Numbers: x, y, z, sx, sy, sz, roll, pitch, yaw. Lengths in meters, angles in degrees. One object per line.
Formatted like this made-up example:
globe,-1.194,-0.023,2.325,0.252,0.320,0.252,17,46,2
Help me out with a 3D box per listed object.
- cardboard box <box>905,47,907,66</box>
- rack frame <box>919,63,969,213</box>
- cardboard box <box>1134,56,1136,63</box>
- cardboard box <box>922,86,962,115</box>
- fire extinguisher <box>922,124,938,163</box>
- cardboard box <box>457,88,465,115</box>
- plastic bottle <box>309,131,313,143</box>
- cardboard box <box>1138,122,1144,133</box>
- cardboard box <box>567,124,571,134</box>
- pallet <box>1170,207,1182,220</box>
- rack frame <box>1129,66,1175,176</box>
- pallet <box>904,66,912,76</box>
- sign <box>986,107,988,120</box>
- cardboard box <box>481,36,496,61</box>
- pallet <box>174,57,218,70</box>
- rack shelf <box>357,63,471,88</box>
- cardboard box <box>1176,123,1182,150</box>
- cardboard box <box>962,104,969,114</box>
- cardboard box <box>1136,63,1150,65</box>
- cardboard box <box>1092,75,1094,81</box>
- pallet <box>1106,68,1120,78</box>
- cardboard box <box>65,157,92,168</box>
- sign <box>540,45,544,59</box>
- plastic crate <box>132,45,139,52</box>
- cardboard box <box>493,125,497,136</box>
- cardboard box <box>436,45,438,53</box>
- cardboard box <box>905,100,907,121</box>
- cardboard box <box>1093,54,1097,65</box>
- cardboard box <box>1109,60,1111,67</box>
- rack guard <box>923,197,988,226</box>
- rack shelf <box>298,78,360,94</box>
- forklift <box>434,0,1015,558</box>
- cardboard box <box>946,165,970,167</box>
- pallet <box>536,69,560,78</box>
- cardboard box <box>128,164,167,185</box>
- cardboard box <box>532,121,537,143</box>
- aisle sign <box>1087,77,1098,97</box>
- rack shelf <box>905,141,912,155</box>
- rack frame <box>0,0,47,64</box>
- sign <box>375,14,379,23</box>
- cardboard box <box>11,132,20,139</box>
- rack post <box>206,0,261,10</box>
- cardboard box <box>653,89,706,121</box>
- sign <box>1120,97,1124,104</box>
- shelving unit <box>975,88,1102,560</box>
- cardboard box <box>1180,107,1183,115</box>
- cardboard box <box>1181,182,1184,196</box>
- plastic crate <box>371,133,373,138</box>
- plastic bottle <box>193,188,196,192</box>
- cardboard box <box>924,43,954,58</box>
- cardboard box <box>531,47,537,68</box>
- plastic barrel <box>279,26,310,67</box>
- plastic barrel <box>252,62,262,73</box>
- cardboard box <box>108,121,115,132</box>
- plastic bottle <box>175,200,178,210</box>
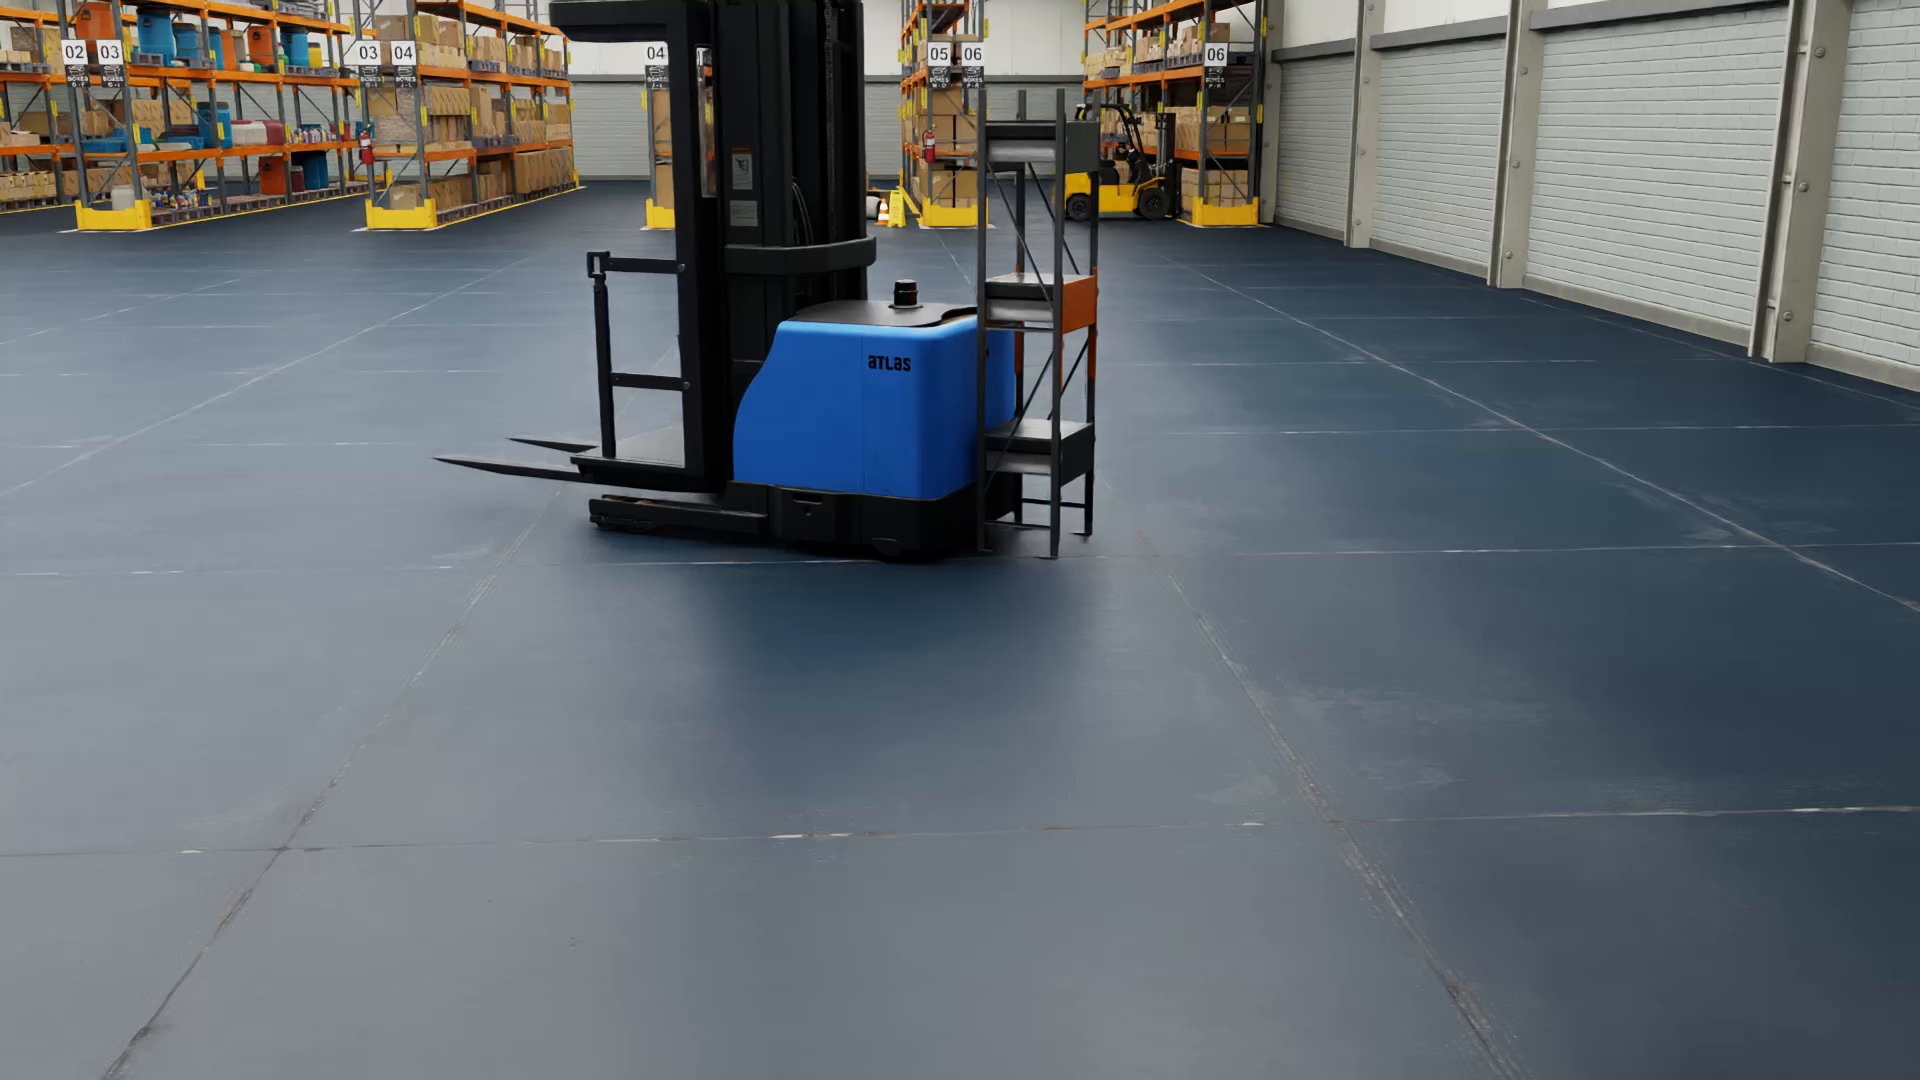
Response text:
cardboard box,-1.061,-11.646,40.206,0.500,0.500,0.500,-1,14,-4
rack frame,-0.331,-8.175,33.781,1.000,3.000,0.127,-1,14,-3
cardboard box,4.094,-10.748,37.184,0.380,0.166,0.250,-1,14,-4
cardboard box,-0.333,-7.981,30.221,0.700,0.500,0.500,-1,14,-5
fire extinguisher,-0.536,-7.107,29.786,0.296,0.674,0.183,-1,14,-3
cardboard box,-9.887,-8.467,32.110,0.500,0.500,0.500,-1,14,-3
plastic bottle,-15.178,-9.422,38.859,0.061,0.283,0.133,-1,14,-3
cardboard box,4.203,-9.048,36.470,0.500,0.250,0.500,-1,14,-5
cardboard box,-10.671,-10.962,44.314,0.500,0.250,0.500,-1,14,-4
pallet,4.709,-6.400,32.476,1.003,0.211,1.213,-1,14,-3
rack frame,4.375,-9.248,37.948,1.000,3.000,0.127,-1,14,-3
pallet,-0.672,-10.691,37.916,1.213,0.211,1.003,0,14,-1
sign,0.458,-7.608,29.839,0.100,0.325,0.005,-1,14,-3
cardboard box,-10.133,-10.395,35.183,0.500,0.500,0.500,-1,14,-2
pallet,-15.023,-9.129,31.847,1.213,0.211,1.003,-1,14,-3
rack shelf,-10.098,-8.629,30.969,1.077,0.370,4.000,-1,14,-3
cardboard box,4.481,-7.806,32.146,0.500,0.500,0.500,-1,14,-3
cardboard box,-0.074,-8.692,34.149,0.500,0.500,0.500,-1,14,-2
cardboard box,4.113,-10.905,37.872,0.380,0.149,0.250,-1,14,-2
cardboard box,3.665,-12.103,43.529,0.380,0.149,0.250,-1,14,-3
pallet,4.165,-11.183,39.828,1.213,0.211,1.003,-1,14,-3
cardboard box,-20.756,-8.853,39.042,0.500,0.250,0.500,-1,14,-3
sign,-10.177,-11.878,40.483,0.100,0.325,0.005,-1,14,-3
plastic crate,-15.336,-8.866,30.476,0.392,0.384,0.575,-1,14,-3
cardboard box,-10.097,-8.745,35.421,0.396,0.266,0.258,-1,14,-5
cardboard box,-9.869,-9.058,30.693,0.380,0.149,0.250,-1,14,-4
cardboard box,-1.086,-10.584,40.934,0.500,0.500,0.500,-1,14,-3
cardboard box,3.755,-12.511,43.313,0.500,0.250,0.500,0,14,-2
cardboard box,3.814,-11.491,40.108,0.380,0.149,0.250,-1,14,-4
rack guard,-0.088,-5.989,30.299,1.175,0.500,0.348,-1,14,-3
rack shelf,-15.785,-11.537,42.271,1.077,0.370,4.000,-1,14,-3
forklift,-1.276,-1.561,8.213,3.031,2.935,1.130,6,16,23
cardboard box,-0.026,-7.267,33.422,0.500,0.500,0.500,-1,14,-4
pallet,-10.830,-11.928,42.524,1.003,0.211,1.213,-1,14,-3
cardboard box,-20.727,-9.331,42.400,0.797,0.503,0.637,-1,14,-3
cardboard box,-10.353,-9.695,39.487,0.500,0.500,0.500,-1,14,-4
aisle sign,3.582,-12.509,45.406,0.394,0.787,0.004,-1,14,-3
rack shelf,-0.703,-9.319,39.670,1.077,0.370,4.000,-1,14,-3
rack frame,-20.357,-11.770,35.714,1.000,3.000,0.127,-1,14,-3
sign,-15.361,-13.692,43.829,0.100,0.325,0.005,-1,14,-3
cardboard box,-20.495,-8.597,35.597,0.500,0.311,0.500,-1,14,-4
rack post,-15.373,-11.436,34.015,1.013,1.000,3.121,-1,14,-3
cardboard box,-5.002,-7.767,29.727,0.875,0.550,0.550,-1,14,-3
sign,4.435,-11.955,45.512,0.100,0.325,0.005,-1,14,-3
shelving unit,0.361,-1.000,7.700,0.431,2.100,0.503,6,16,22
cardboard box,4.506,-8.356,32.385,0.380,0.149,0.250,-1,14,-4
cardboard box,4.455,-6.741,31.879,0.500,0.250,0.500,-1,14,-5
plastic crate,-15.678,-10.632,43.736,0.396,0.136,0.243,-1,14,-3
plastic bottle,-14.982,-6.718,32.550,0.144,0.351,0.185,-1,14,-3
cardboard box,-0.384,-8.828,30.001,0.500,0.250,0.500,-1,14,-4
cardboard box,-10.826,-11.958,41.221,0.700,0.500,0.500,-2,15,-7
plastic barrel,-15.403,-11.412,38.493,0.600,0.901,0.708,-1,14,-3
plastic barrel,-15.347,-10.257,36.165,0.294,0.245,0.294,0,14,0
cardboard box,-20.892,-10.029,40.783,0.500,0.500,0.500,-1,14,-3
plastic bottle,-14.725,-6.290,31.188,0.097,0.201,0.097,0,14,0
